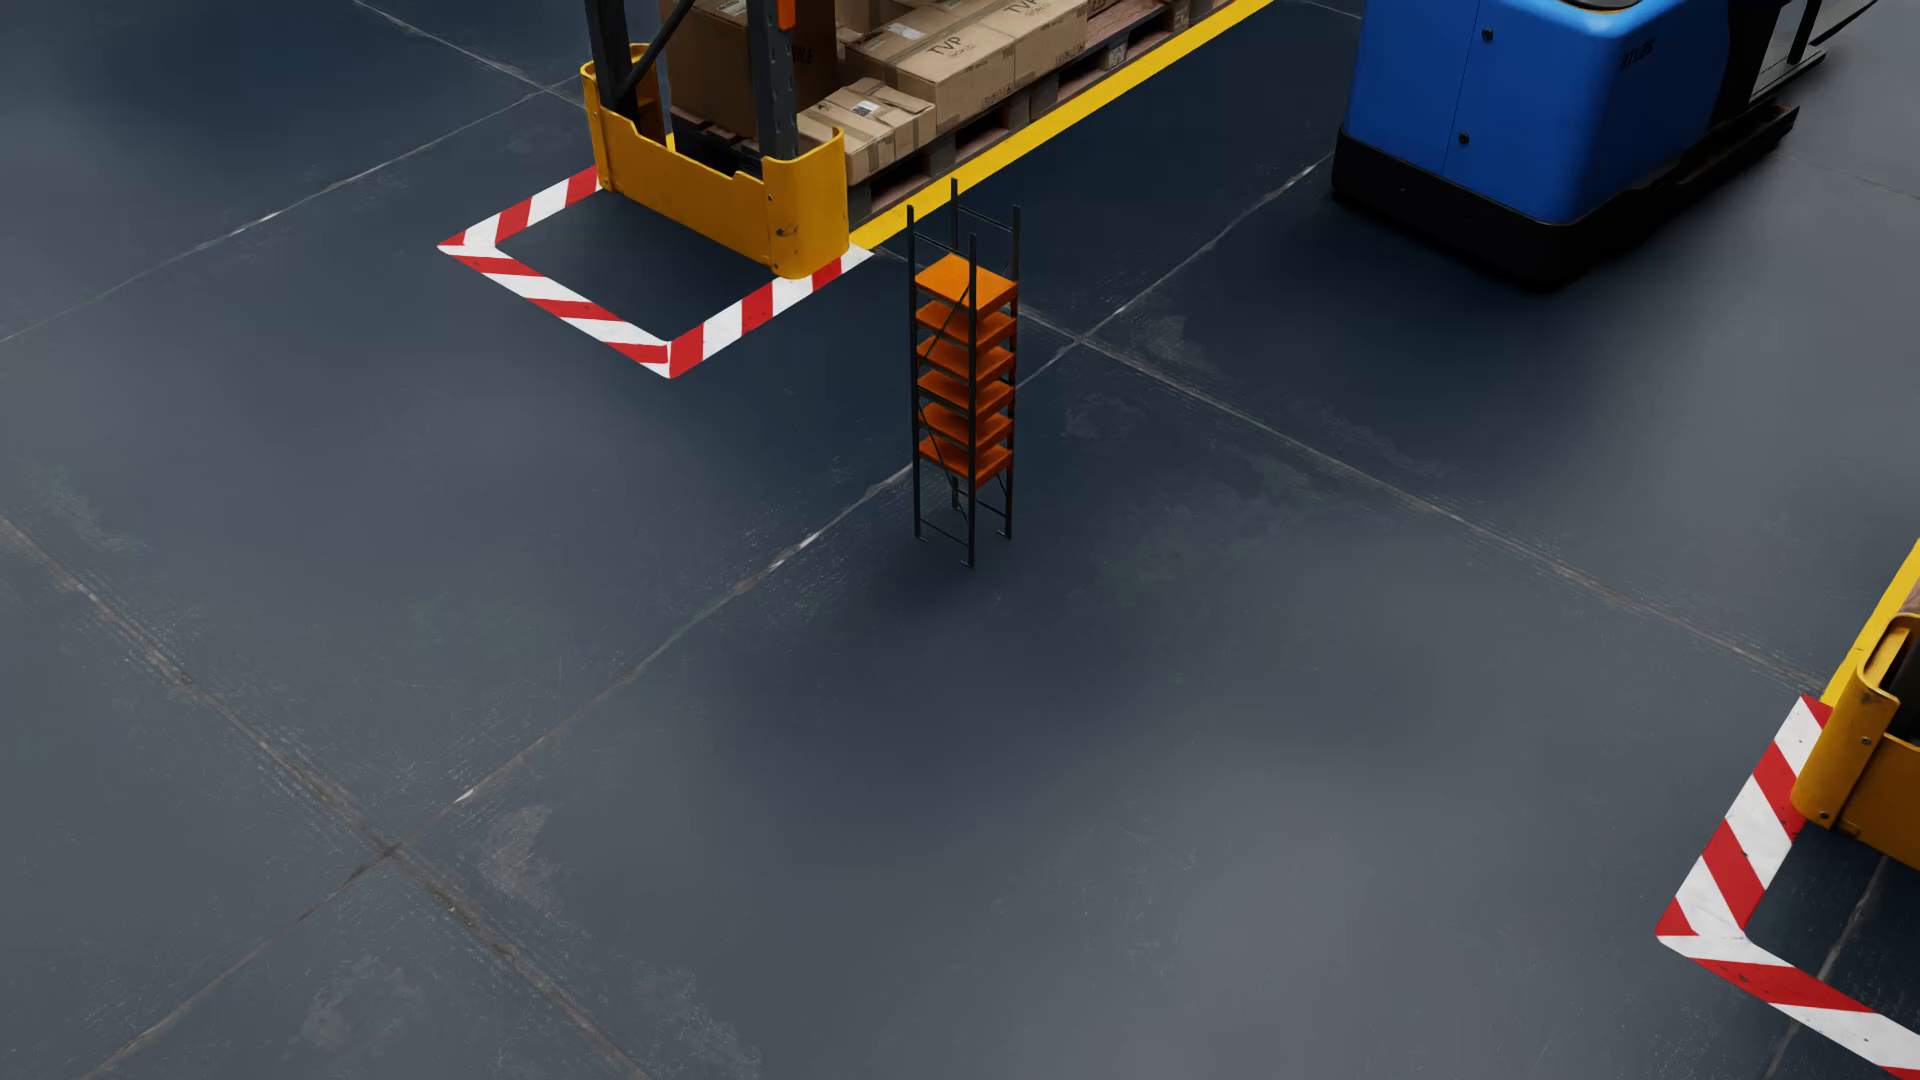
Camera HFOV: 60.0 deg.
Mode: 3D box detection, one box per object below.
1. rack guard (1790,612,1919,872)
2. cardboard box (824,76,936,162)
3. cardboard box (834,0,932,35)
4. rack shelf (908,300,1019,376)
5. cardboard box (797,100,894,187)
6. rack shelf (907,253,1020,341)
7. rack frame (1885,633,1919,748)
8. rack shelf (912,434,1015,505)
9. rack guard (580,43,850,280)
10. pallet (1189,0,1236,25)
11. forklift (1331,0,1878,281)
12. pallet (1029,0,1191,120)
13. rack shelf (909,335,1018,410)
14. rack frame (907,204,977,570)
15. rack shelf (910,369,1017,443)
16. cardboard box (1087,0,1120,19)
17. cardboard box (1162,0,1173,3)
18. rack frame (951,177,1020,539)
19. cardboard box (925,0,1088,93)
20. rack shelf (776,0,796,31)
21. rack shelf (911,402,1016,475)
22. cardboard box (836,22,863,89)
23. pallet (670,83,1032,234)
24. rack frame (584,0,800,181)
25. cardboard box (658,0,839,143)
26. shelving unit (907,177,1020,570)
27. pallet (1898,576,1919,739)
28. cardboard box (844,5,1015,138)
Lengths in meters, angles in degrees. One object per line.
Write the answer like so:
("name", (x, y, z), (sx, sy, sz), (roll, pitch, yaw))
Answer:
("rack guard", (2.766, 0.694, 4.115), (1.175, 0.500, 0.348), (29, 50, 28))
("cardboard box", (-0.319, -1.696, 6.665), (0.380, 0.166, 0.250), (29, 50, 28))
("cardboard box", (-0.217, -2.394, 7.370), (0.500, 0.250, 0.500), (29, 50, 28))
("rack shelf", (0.009, -0.596, 4.723), (0.258, 0.103, 0.180), (29, 50, 28))
("cardboard box", (-0.480, -1.561, 6.529), (0.380, 0.149, 0.250), (29, 50, 28))
("rack shelf", (0.009, -0.685, 4.642), (0.258, 0.103, 0.180), (29, 50, 28))
("rack frame", (2.782, -0.243, 3.288), (1.000, 3.000, 0.127), (29, 50, 28))
("rack shelf", (0.009, -0.241, 5.046), (0.258, 0.103, 0.180), (29, 50, 28))
("rack guard", (-0.963, -1.500, 6.528), (1.175, 0.500, 0.348), (29, 50, 28))
("pallet", (1.119, -3.061, 8.459), (1.003, 0.211, 1.213), (29, 50, 28))
("forklift", (2.923, -2.919, 6.281), (3.031, 2.935, 1.130), (-32, 51, -30))
("pallet", (0.334, -2.430, 7.765), (1.003, 0.211, 1.213), (29, 50, 28))
("rack shelf", (0.009, -0.507, 4.804), (0.258, 0.103, 0.180), (29, 50, 28))
("rack frame", (-0.050, -0.404, 4.803), (0.240, 1.200, 0.006), (29, 50, 28))
("rack shelf", (0.009, -0.419, 4.884), (0.258, 0.103, 0.180), (29, 50, 28))
("cardboard box", (0.357, -2.715, 7.535), (0.797, 0.503, 0.637), (29, 50, 28))
("cardboard box", (0.930, -2.811, 7.784), (0.500, 0.311, 0.500), (29, 50, 28))
("rack frame", (0.068, -0.498, 4.906), (0.240, 1.200, 0.006), (29, 50, 28))
("cardboard box", (0.198, -2.204, 7.161), (0.500, 0.250, 0.500), (29, 50, 28))
("rack shelf", (0.275, -3.150, 7.019), (1.077, 0.370, 4.000), (29, 50, 28))
("rack shelf", (0.009, -0.330, 4.965), (0.258, 0.103, 0.180), (29, 50, 28))
("cardboard box", (-0.521, -2.057, 7.061), (0.380, 0.166, 0.250), (29, 50, 28))
("pallet", (-0.451, -1.804, 7.078), (1.003, 0.211, 1.213), (29, 50, 28))
("rack frame", (-1.012, -2.386, 5.644), (1.000, 3.000, 0.127), (29, 50, 28))
("cardboard box", (-0.851, -2.011, 6.763), (0.500, 0.500, 0.500), (29, 50, 28))
("shelving unit", (0.009, -0.451, 4.855), (0.258, 1.200, 0.189), (29, 50, 28))
("pallet", (3.236, 0.343, 4.716), (1.003, 0.211, 1.213), (29, 50, 28))
("cardboard box", (-0.123, -1.946, 6.877), (0.500, 0.250, 0.500), (29, 50, 28))
